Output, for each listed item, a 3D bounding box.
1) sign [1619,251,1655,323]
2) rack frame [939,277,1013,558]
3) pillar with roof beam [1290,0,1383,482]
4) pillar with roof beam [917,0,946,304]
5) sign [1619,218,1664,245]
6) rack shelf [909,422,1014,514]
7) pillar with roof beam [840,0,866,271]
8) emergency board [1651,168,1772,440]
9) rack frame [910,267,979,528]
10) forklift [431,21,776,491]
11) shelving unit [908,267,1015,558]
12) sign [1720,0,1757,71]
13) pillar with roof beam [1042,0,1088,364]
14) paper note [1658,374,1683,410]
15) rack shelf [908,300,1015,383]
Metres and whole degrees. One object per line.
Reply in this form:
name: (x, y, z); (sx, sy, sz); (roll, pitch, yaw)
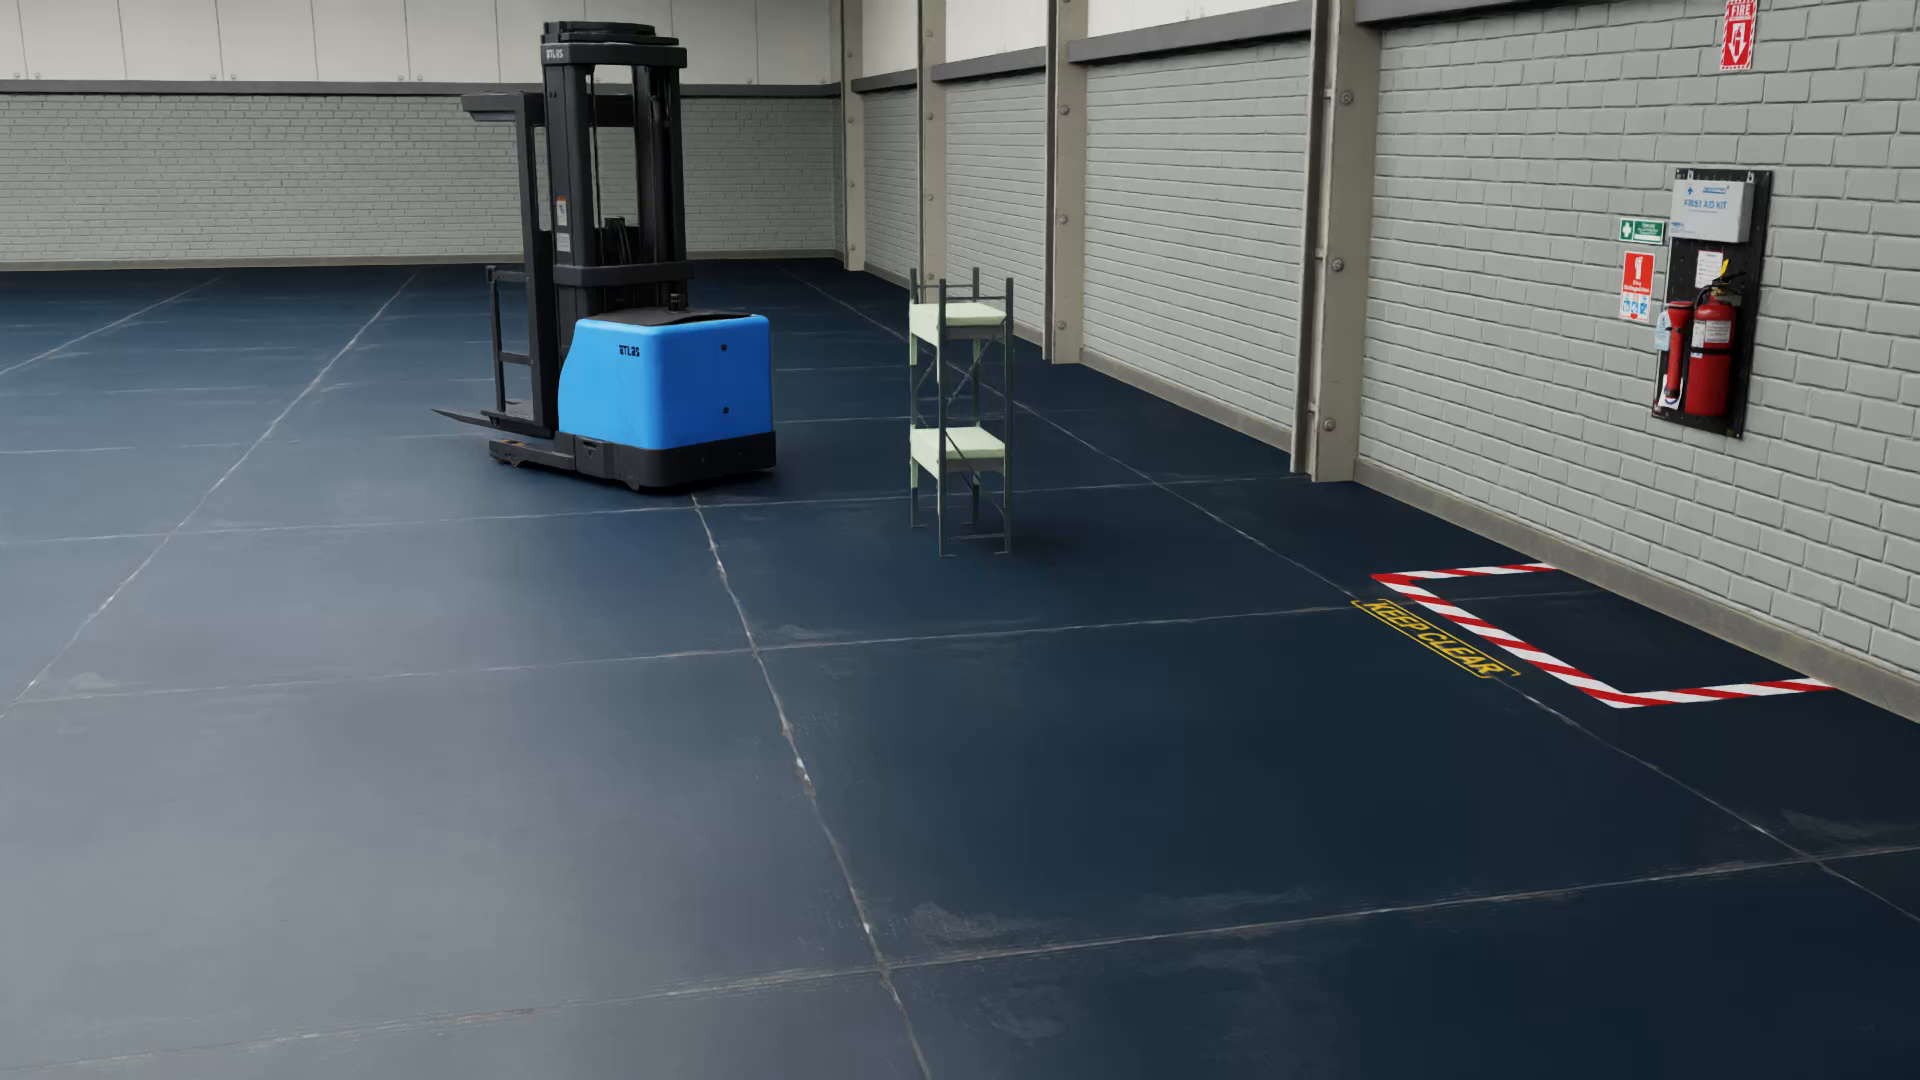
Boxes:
sign: (3.284, -1.231, 8.069); (0.001, 0.329, 0.234); (-3, 14, -13)
rack frame: (0.084, -0.646, 8.910); (0.400, 1.500, 0.023); (-3, 14, -13)
pillar with roof beam: (-1.737, -4.566, 9.157); (9.100, 9.000, 0.400); (-3, 14, -13)
pillar with roof beam: (-4.555, -7.335, 20.488); (9.100, 9.000, 0.400); (-3, 14, -13)
sign: (3.277, -1.487, 8.000); (0.001, 0.109, 0.331); (-3, 14, -13)
rack shelf: (-0.002, -0.413, 9.333); (0.431, 0.370, 0.720); (-3, 14, -13)
pillar with roof beam: (-5.964, -8.719, 26.153); (9.100, 9.000, 0.400); (-3, 14, -13)
emergency board: (3.314, -1.080, 7.527); (0.194, 1.169, 0.643); (-3, 14, -13)
rack frame: (-0.088, -0.815, 9.601); (0.400, 1.500, 0.023); (-3, 14, -13)
forklift: (-2.657, -2.011, 11.483); (3.031, 2.935, 1.130); (12, 18, 41)
shelving unit: (-0.002, -0.730, 9.255); (0.431, 1.500, 0.755); (-3, 14, -13)
sign: (3.409, -2.214, 7.283); (0.001, 0.298, 0.199); (-3, 14, -13)
pillar with roof beam: (-3.146, -5.950, 14.822); (9.100, 9.000, 0.400); (-3, 14, -13)
paper note: (3.339, -0.697, 7.815); (0.016, 0.148, 0.142); (-3, 14, -13)
rack shelf: (-0.002, -1.109, 9.163); (0.431, 0.370, 0.720); (-3, 14, -13)
